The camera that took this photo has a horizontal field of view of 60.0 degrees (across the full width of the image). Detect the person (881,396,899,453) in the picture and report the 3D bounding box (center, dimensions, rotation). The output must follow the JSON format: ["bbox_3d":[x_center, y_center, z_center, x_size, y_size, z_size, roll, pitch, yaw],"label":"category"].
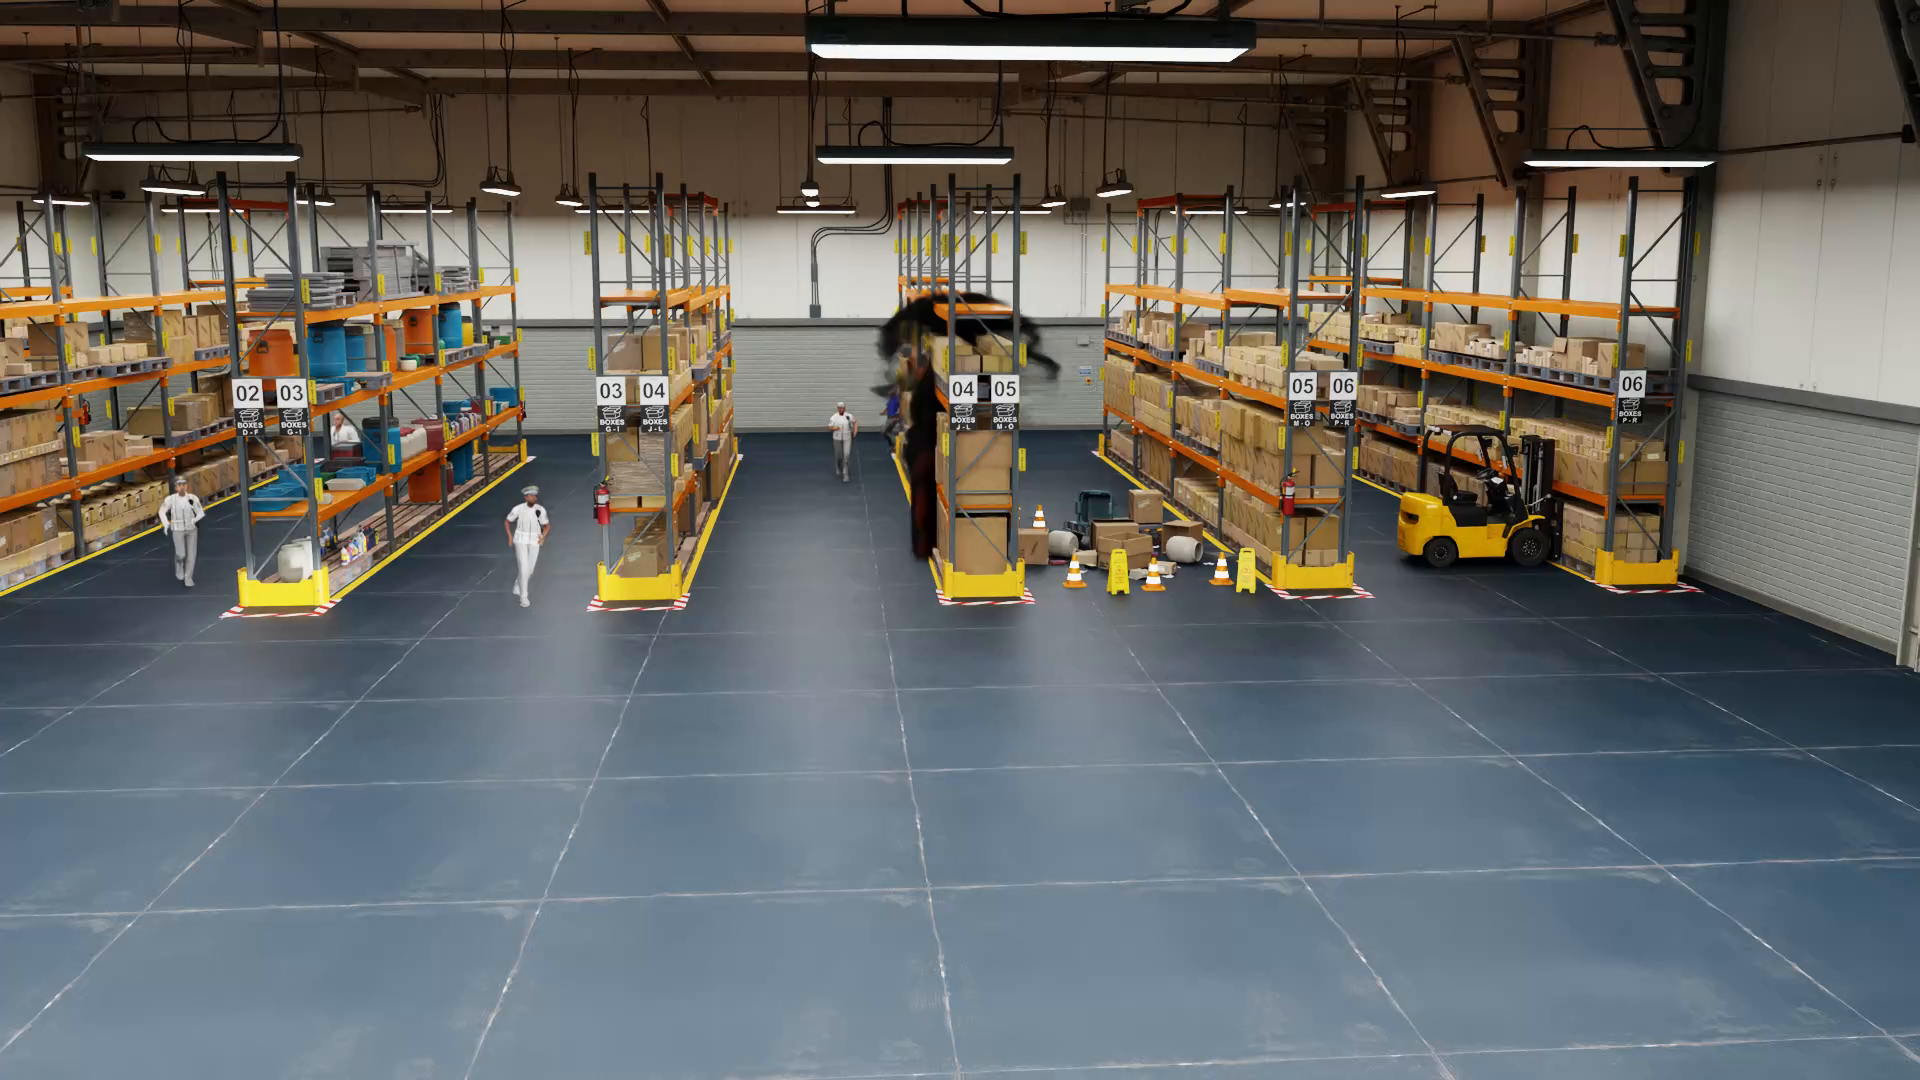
[{"bbox_3d":[-1.678,-2.829,40.644,0.555,1.412,0.596,-4,11,-23],"label":"person"}]

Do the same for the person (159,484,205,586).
[{"bbox_3d":[-11.514,-0.108,24.685,0.603,1.613,0.541,-6,12,-31],"label":"person"}]

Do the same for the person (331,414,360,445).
[{"bbox_3d":[-11.998,-1.556,32.383,0.686,1.804,0.987,0,10,-1],"label":"person"}]

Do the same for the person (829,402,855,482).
[{"bbox_3d":[-2.565,-2.156,36.118,0.569,1.666,0.940,0,10,0],"label":"person"}]

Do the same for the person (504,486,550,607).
[{"bbox_3d":[-6.139,0.063,23.659,0.607,1.675,0.746,-5,11,-28],"label":"person"}]
